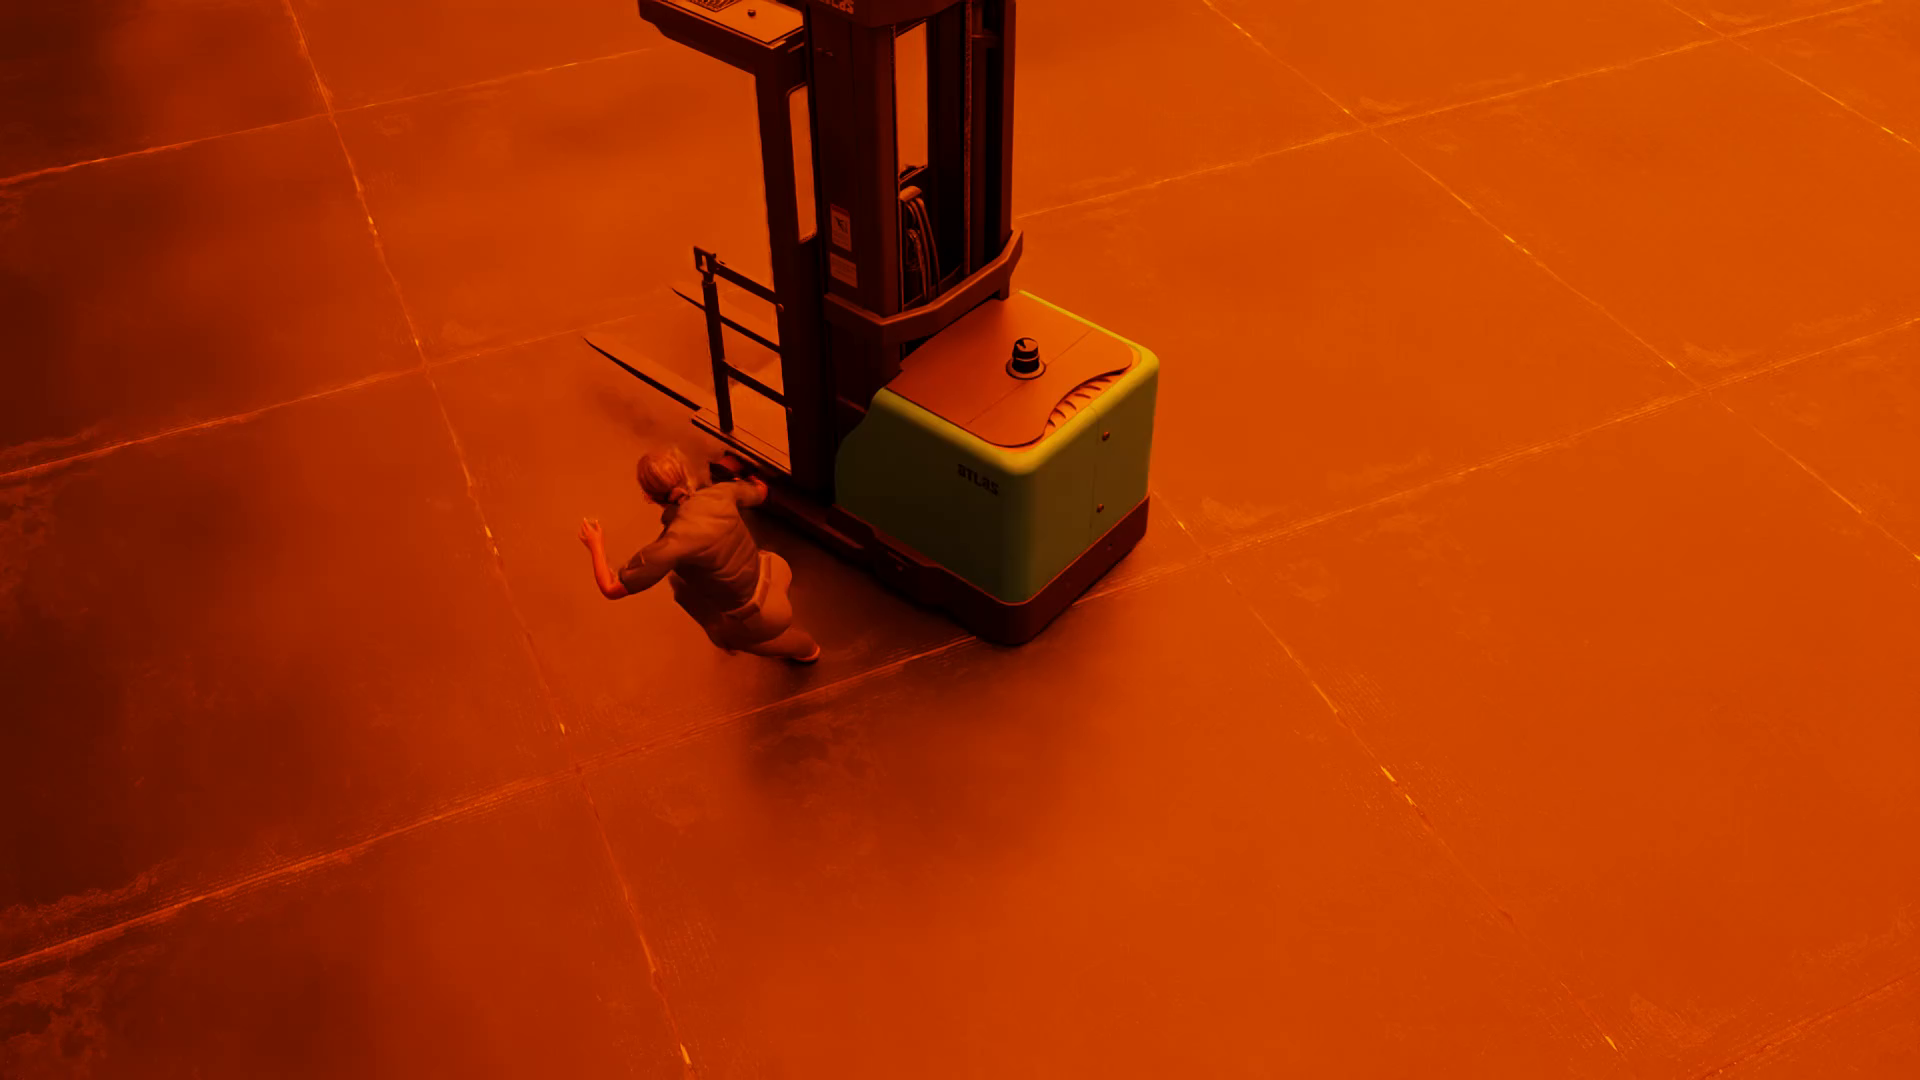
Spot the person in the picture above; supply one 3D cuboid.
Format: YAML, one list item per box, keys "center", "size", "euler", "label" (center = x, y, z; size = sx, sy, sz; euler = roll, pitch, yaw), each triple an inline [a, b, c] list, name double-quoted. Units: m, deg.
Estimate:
- center: [-1.034, 0.127, 6.653]
  size: [0.838, 1.427, 0.899]
  euler: [8, 44, 8]
  label: "person"

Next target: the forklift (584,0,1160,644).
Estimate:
- center: [-0.581, -1.475, 7.261]
  size: [3.031, 2.935, 1.130]
  euler: [30, 51, 28]
  label: "forklift"
